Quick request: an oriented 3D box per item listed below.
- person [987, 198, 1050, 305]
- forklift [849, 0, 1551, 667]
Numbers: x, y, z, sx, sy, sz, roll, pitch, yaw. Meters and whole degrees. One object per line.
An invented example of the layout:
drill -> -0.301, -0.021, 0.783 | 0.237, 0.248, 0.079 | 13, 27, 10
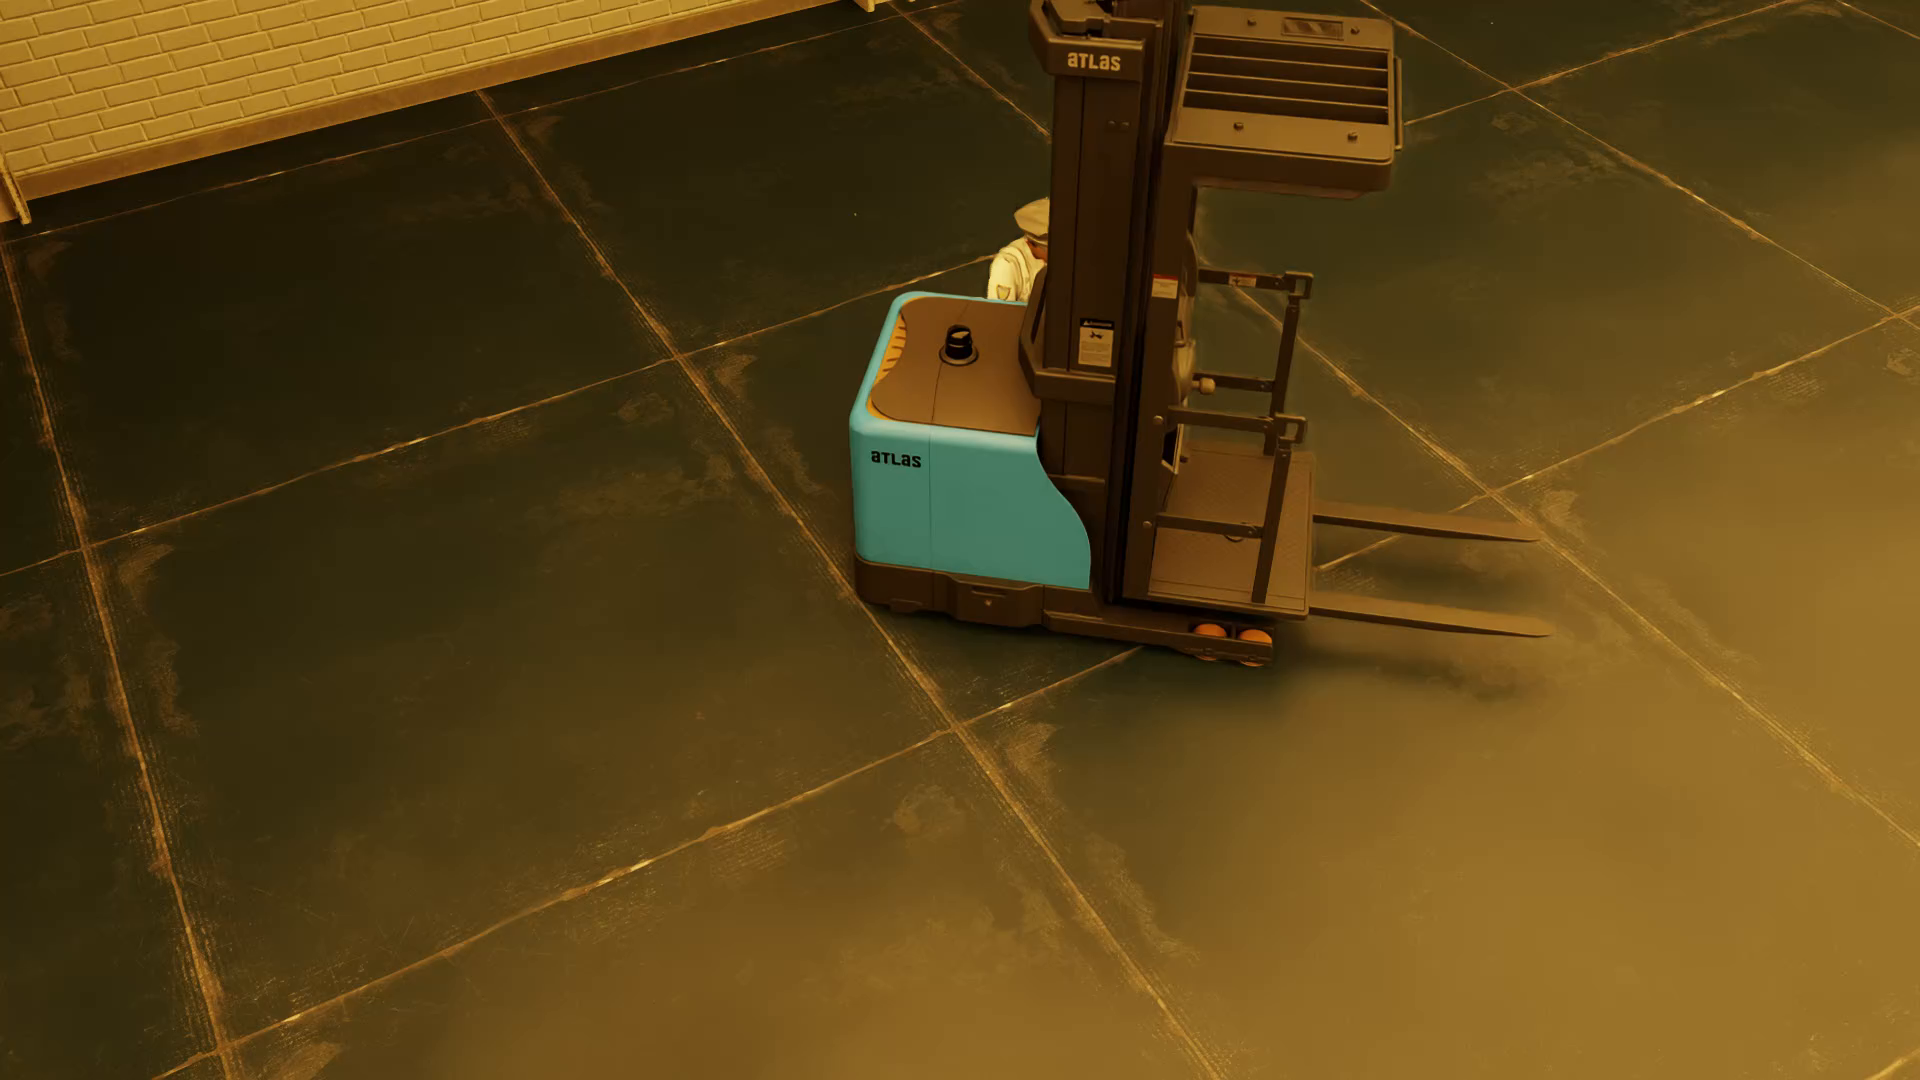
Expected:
person -> 0.452, -0.853, 7.804 | 0.738, 1.449, 0.852 | -24, 48, -24
forklift -> 1.093, -0.916, 6.686 | 3.031, 2.935, 1.130 | 7, 43, 8
